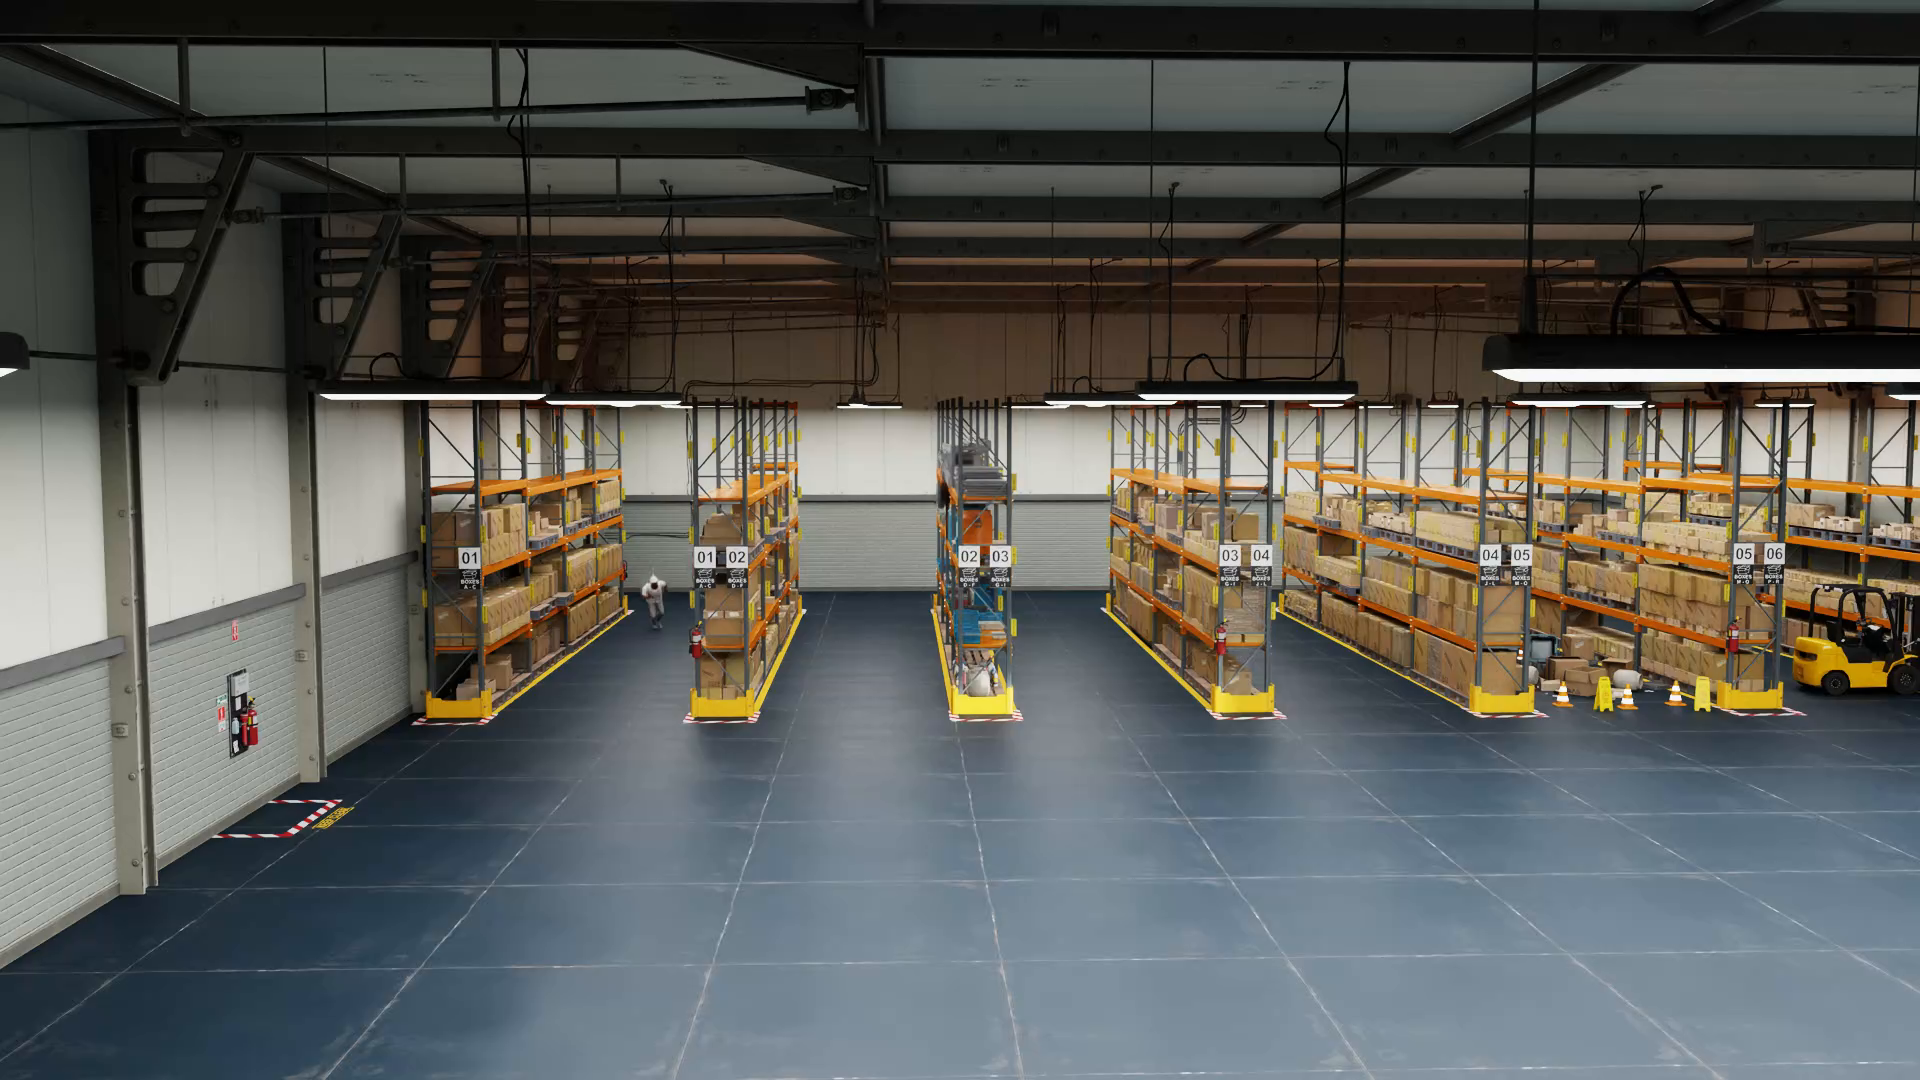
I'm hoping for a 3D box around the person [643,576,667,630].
[{"bbox_3d":[-7.936,1.636,43.325,0.706,1.480,1.015,-2,5,-20],"label":"person"}]
